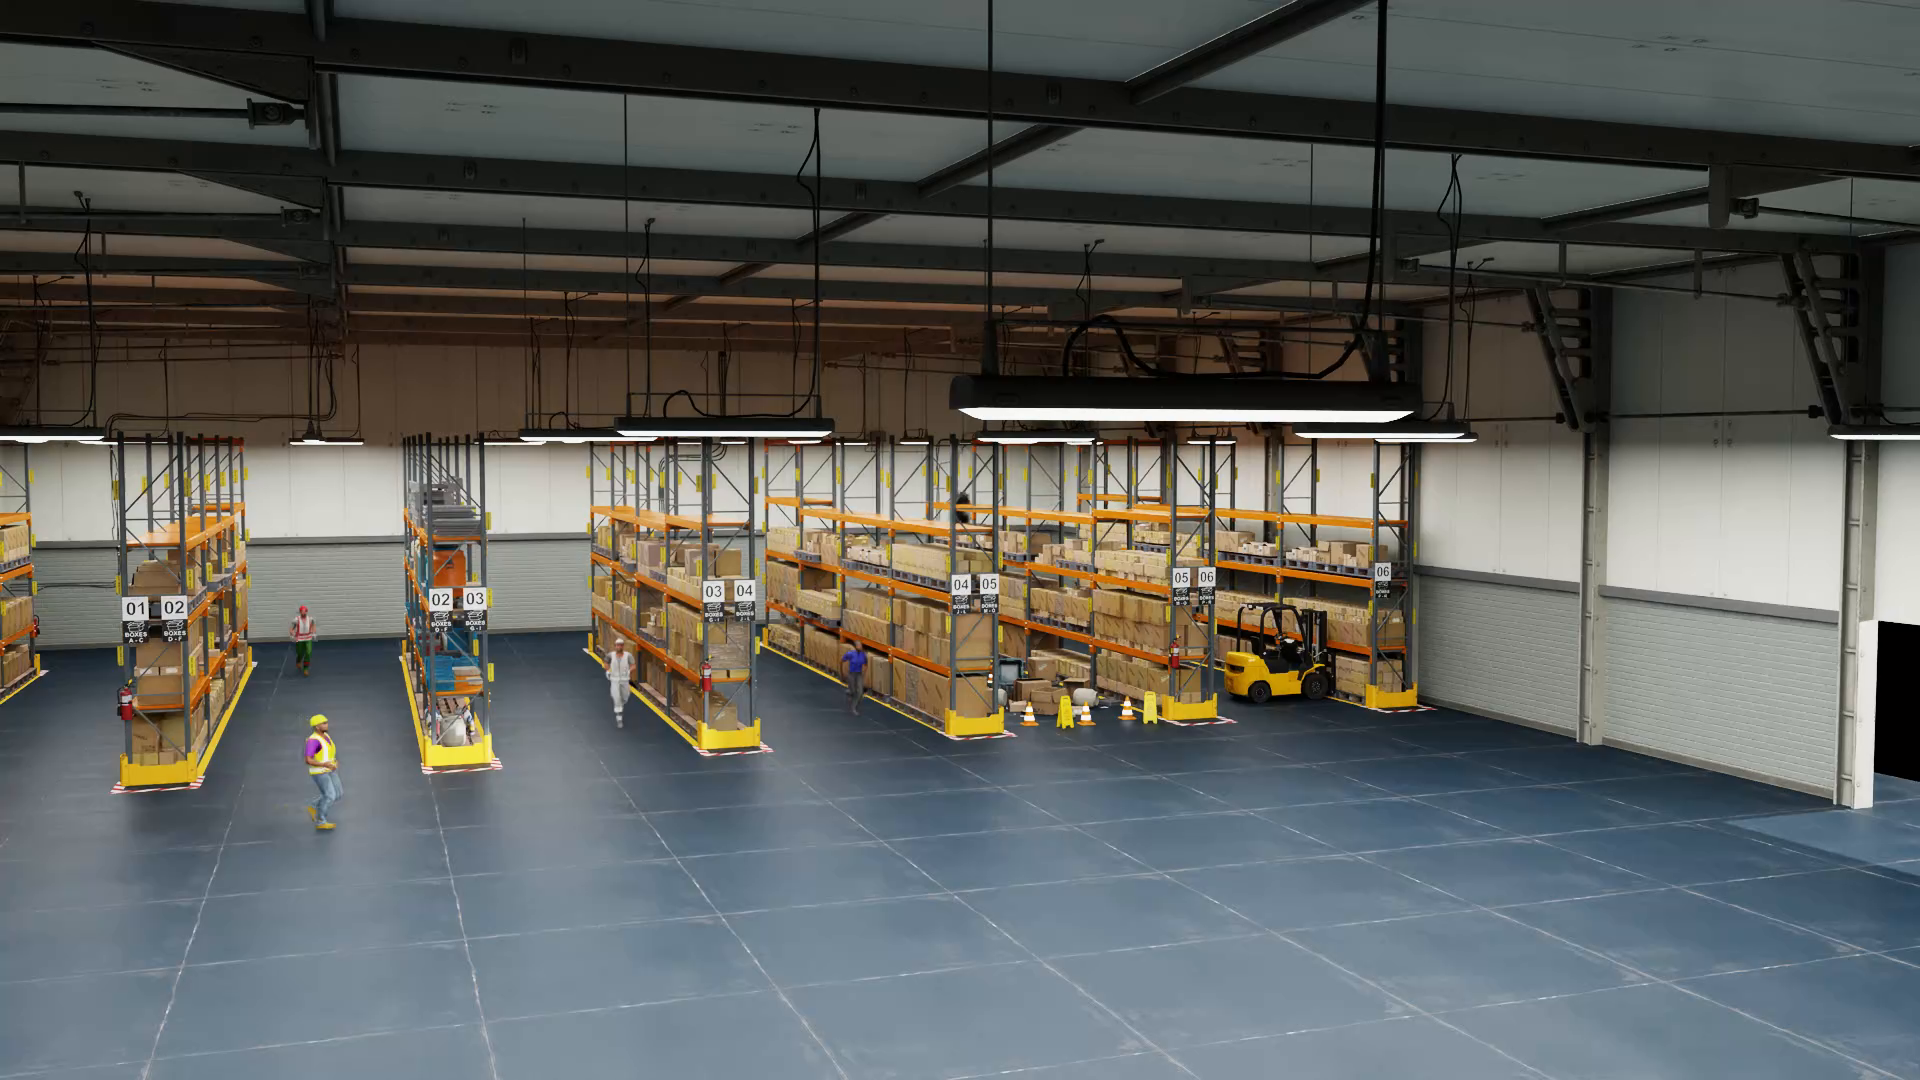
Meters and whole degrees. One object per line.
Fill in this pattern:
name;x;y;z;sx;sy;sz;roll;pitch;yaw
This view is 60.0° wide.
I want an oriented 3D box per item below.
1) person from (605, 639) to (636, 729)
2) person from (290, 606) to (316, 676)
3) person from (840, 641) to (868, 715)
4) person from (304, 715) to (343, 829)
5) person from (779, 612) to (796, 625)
person;-7.023;2.937;34.438;0.626;1.799;1.150;-1;3;-18
person;-16.595;2.527;42.030;0.645;1.752;0.791;-2;4;-31
person;-2.267;2.959;35.790;0.611;1.611;0.664;-2;4;-27
person;-9.557;3.474;24.960;0.600;1.719;0.695;0;3;2
person;-5.193;1.824;49.708;0.907;1.779;0.662;-2;4;-34
